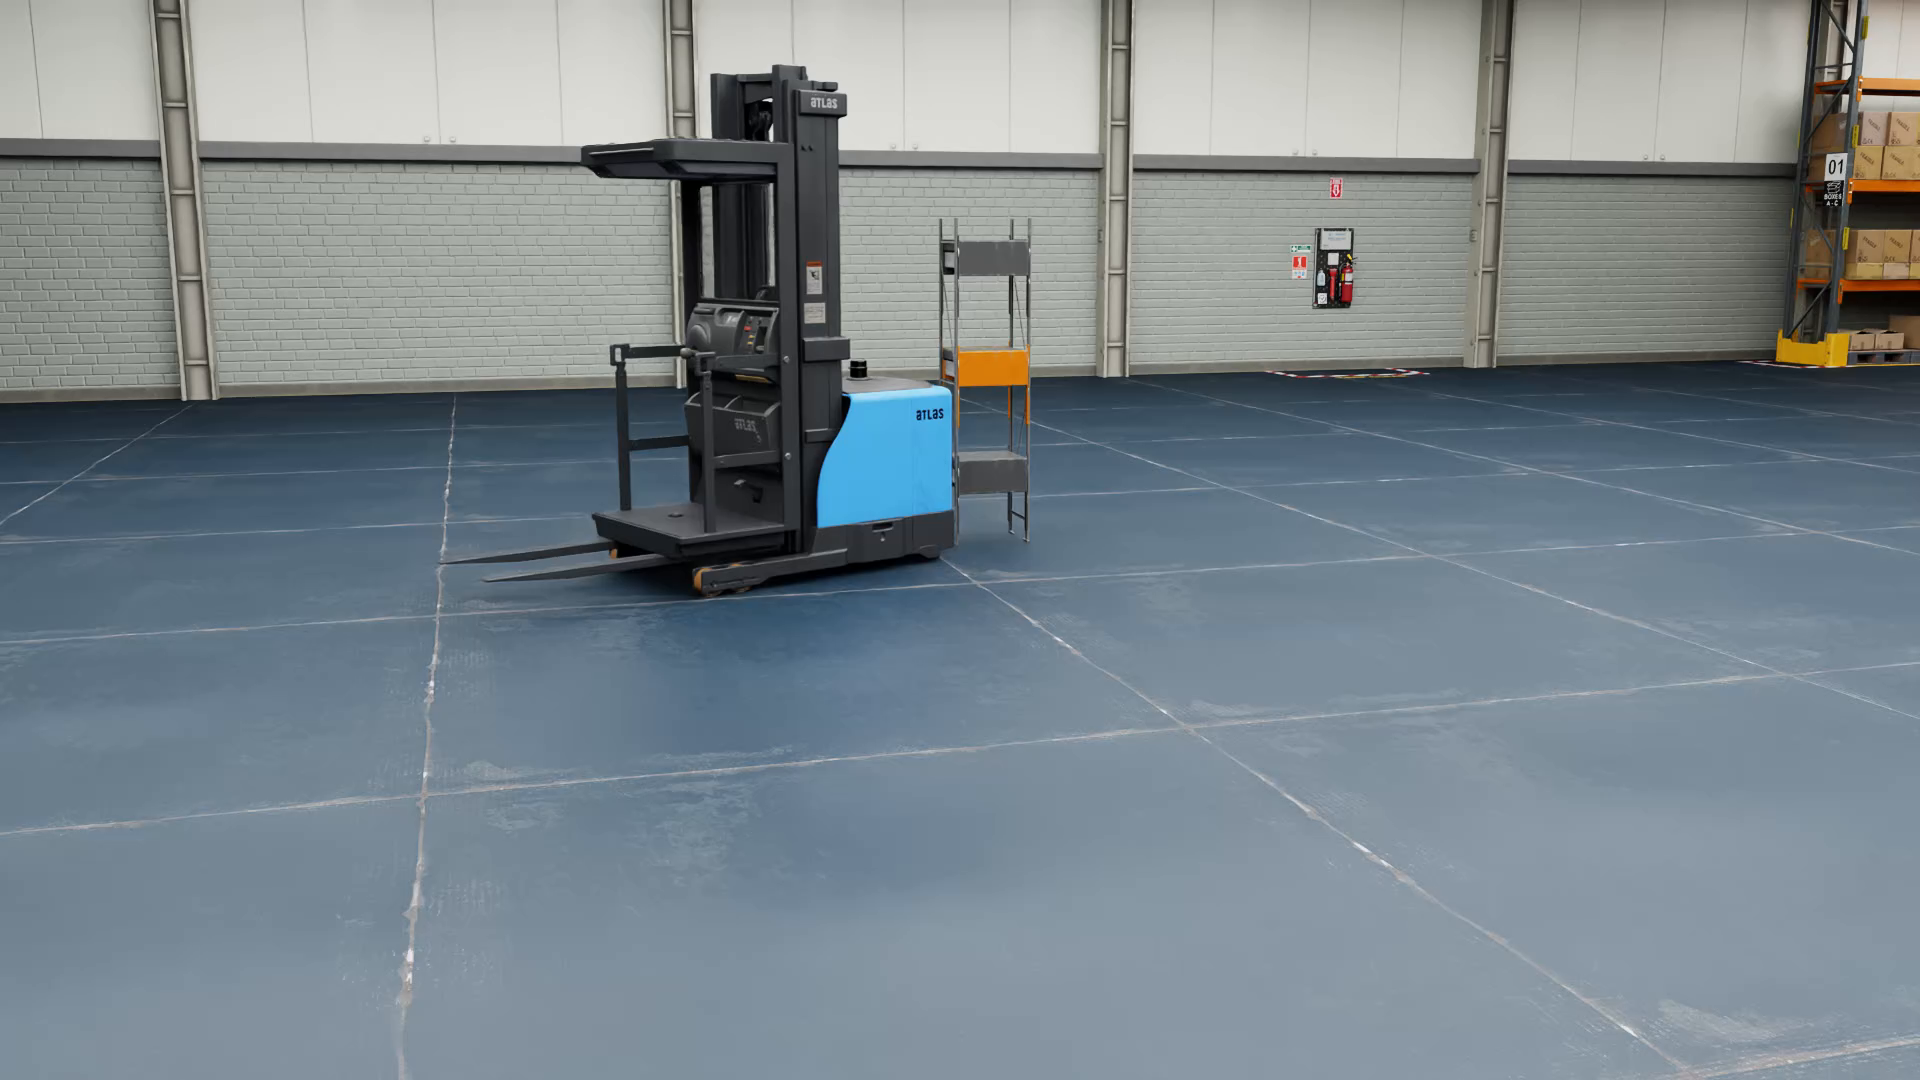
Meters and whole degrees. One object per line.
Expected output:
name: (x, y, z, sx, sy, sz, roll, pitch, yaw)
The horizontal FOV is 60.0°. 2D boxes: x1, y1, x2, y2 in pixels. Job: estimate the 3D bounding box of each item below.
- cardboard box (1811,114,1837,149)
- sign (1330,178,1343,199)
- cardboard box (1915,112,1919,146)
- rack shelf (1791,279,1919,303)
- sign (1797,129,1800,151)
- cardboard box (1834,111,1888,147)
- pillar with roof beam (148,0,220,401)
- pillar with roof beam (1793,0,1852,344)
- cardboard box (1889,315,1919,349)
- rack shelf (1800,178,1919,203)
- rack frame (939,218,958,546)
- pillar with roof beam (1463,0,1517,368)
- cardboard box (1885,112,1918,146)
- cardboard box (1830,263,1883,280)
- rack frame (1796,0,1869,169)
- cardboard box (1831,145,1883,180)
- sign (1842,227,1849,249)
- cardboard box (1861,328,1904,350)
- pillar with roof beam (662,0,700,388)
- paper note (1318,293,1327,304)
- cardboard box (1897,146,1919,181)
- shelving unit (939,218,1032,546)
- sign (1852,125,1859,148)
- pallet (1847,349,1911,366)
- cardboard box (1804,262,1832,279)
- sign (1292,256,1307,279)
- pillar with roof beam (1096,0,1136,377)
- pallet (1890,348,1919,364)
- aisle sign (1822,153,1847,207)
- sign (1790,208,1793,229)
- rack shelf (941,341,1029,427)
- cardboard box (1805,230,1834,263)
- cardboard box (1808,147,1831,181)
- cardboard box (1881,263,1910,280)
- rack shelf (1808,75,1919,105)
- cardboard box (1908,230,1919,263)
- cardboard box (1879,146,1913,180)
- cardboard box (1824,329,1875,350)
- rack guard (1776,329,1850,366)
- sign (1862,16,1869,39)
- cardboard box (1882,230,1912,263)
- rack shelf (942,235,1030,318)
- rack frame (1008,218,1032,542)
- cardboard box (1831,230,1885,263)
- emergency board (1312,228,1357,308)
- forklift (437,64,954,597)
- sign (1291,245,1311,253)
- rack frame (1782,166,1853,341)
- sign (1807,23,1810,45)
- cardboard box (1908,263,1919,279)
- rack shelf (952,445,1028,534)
cardboard box: (13.609, -6.333, 25.785, 0.500, 0.500, 0.500, -3, 11, -13)
sign: (5.518, -5.161, 24.391, 0.199, 0.298, 0.001, -3, 11, -16)
cardboard box: (14.690, -6.288, 25.538, 0.500, 0.500, 0.500, -3, 11, -14)
rack shelf: (15.188, -3.987, 26.407, 4.000, 0.370, 1.077, -3, 11, -16)
sign: (13.132, -6.248, 25.970, 0.005, 0.325, 0.100, -3, 11, -16)
cardboard box: (13.706, -6.243, 25.296, 0.500, 0.500, 0.500, -4, 11, -20)
pillar with roof beam: (-8.142, -5.413, 15.596, 0.400, 9.000, 9.100, -3, 11, -16)
pillar with roof beam: (14.901, -6.628, 22.193, 0.400, 9.000, 9.100, -3, 11, -16)
cardboard box: (15.223, -3.304, 26.395, 0.500, 0.500, 0.700, -4, 11, -20)
rack shelf: (15.188, -5.462, 26.136, 4.000, 0.370, 1.077, -3, 11, -16)
rack frame: (-0.075, -1.029, 10.835, 0.015, 2.100, 0.400, -3, 11, -16)
pillar with roof beam: (9.141, -6.324, 20.544, 0.400, 9.000, 9.100, -3, 11, -16)
cardboard box: (14.201, -6.260, 25.386, 0.500, 0.500, 0.500, -3, 11, -17)
cardboard box: (13.825, -4.145, 25.639, 0.500, 0.250, 0.500, -3, 11, -18)
rack frame: (13.268, -7.190, 25.249, 0.127, 3.000, 1.000, -3, 11, -16)
cardboard box: (13.659, -5.748, 25.366, 0.500, 0.500, 0.500, -3, 11, -14)
sign: (13.420, -4.571, 25.202, 0.005, 0.325, 0.100, -3, 11, -16)
cardboard box: (14.505, -3.182, 26.258, 0.500, 0.311, 0.500, -2, 11, -11)
pillar with roof beam: (-2.381, -5.717, 17.246, 0.400, 9.000, 9.100, -3, 11, -16)
paper note: (5.365, -3.573, 24.605, 0.142, 0.148, 0.016, -3, 11, -16)
cardboard box: (14.682, -5.796, 25.626, 0.500, 0.500, 0.500, -2, 11, -13)
shelving unit: (0.159, -1.041, 10.902, 0.503, 2.100, 0.431, -3, 11, -16)
sign: (13.420, -6.051, 24.929, 0.005, 0.325, 0.100, -3, 11, -16)
pallet: (14.131, -2.907, 26.256, 1.213, 0.211, 1.003, -3, 11, -16)
cardboard box: (13.662, -4.233, 26.116, 0.500, 0.250, 0.500, -3, 11, -15)
sign: (4.994, -4.011, 24.451, 0.234, 0.329, 0.001, -3, 11, -16)
pillar with roof beam: (3.380, -6.020, 18.895, 0.400, 9.000, 9.100, -3, 11, -16)
pallet: (15.300, -2.968, 26.588, 1.213, 0.211, 1.003, -3, 11, -16)
aisle sign: (13.283, -5.463, 25.254, 0.004, 0.787, 0.394, -3, 11, -16)
sign: (13.132, -5.062, 26.189, 0.005, 0.325, 0.100, -3, 11, -16)
rack shelf: (0.159, -1.028, 10.904, 0.480, 0.518, 0.431, -3, 11, -16)
cardboard box: (13.661, -4.606, 26.067, 0.500, 0.500, 0.500, -3, 11, -17)
cardboard box: (13.598, -5.839, 25.864, 0.500, 0.500, 0.500, -2, 11, -12)
cardboard box: (14.320, -4.174, 25.795, 0.500, 0.250, 0.500, -3, 11, -18)
rack shelf: (15.188, -6.936, 25.865, 4.000, 0.370, 1.077, -3, 11, -16)
cardboard box: (14.785, -4.565, 25.846, 0.500, 0.500, 0.500, -3, 11, -18)
cardboard box: (14.184, -5.769, 25.480, 0.500, 0.500, 0.500, -2, 11, -12)
cardboard box: (13.957, -3.153, 26.101, 0.500, 0.311, 0.500, -4, 11, -22)
rack guard: (13.341, -3.014, 26.040, 0.348, 0.500, 1.175, -3, 11, -16)
sign: (13.419, -7.594, 24.645, 0.005, 0.325, 0.100, -3, 11, -16)
cardboard box: (14.287, -4.540, 25.710, 0.500, 0.500, 0.500, -3, 11, -16)
rack shelf: (0.159, -1.716, 10.778, 0.480, 0.518, 0.431, -3, 11, -16)
rack frame: (0.393, -1.053, 10.969, 0.015, 2.100, 0.400, -3, 11, -16)
cardboard box: (13.810, -4.517, 25.584, 0.500, 0.500, 0.500, -3, 11, -16)
emergency board: (5.554, -4.004, 24.509, 0.643, 1.169, 0.194, -3, 11, -16)
forklift: (-1.501, -1.229, 9.626, 3.031, 2.935, 1.130, -8, 13, -38)
sign: (5.001, -4.270, 24.396, 0.331, 0.109, 0.001, -3, 11, -16)
rack frame: (13.268, -4.240, 25.792, 0.127, 3.000, 1.000, -3, 11, -16)
sign: (13.132, -7.825, 25.680, 0.005, 0.325, 0.100, -3, 11, -16)
cardboard box: (14.810, -4.199, 25.929, 0.500, 0.250, 0.500, -3, 11, -17)
rack shelf: (0.159, -0.339, 11.031, 0.480, 0.518, 0.431, -3, 11, -16)
